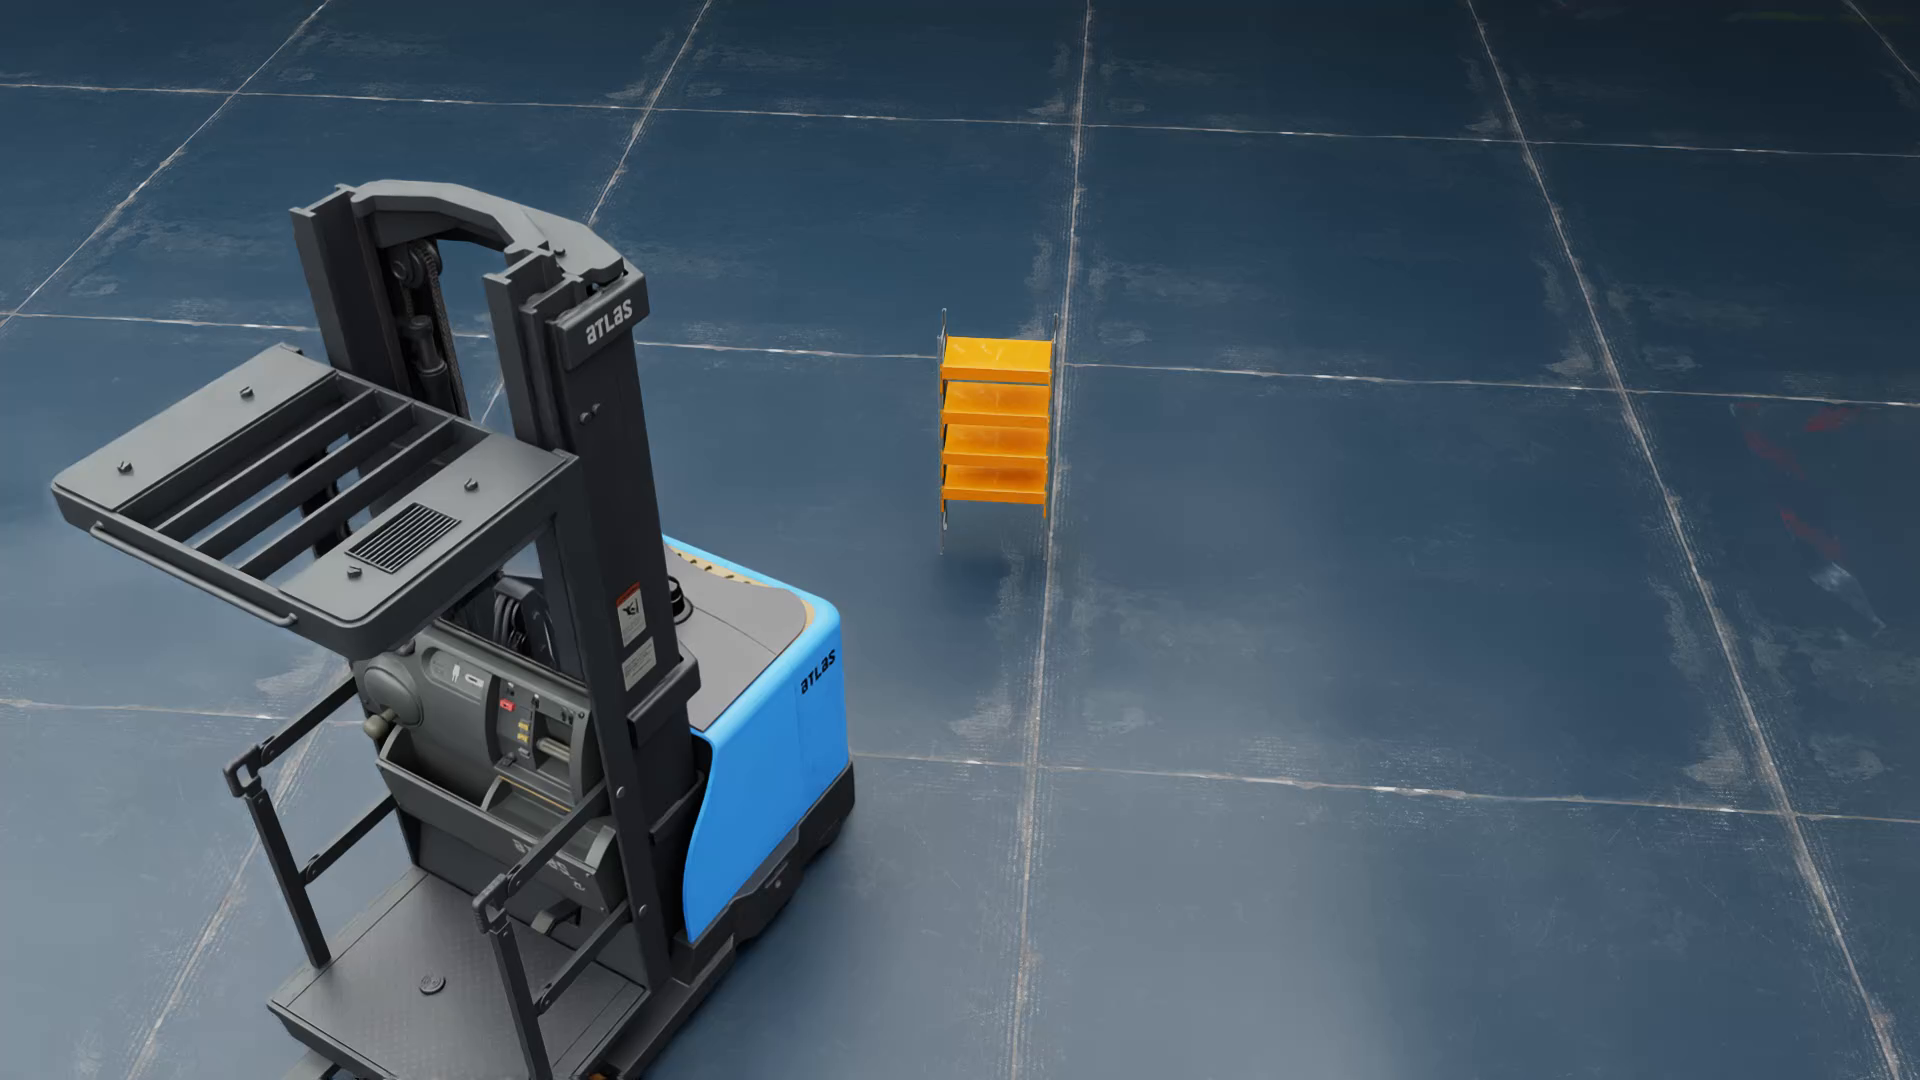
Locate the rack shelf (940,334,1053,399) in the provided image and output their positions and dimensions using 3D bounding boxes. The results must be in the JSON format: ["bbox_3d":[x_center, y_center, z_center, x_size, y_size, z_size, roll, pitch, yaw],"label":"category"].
[{"bbox_3d":[0.165,-0.761,7.283,0.480,0.148,0.258,3,39,4],"label":"rack shelf"}]

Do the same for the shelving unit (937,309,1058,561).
[{"bbox_3d":[0.165,-0.456,7.531,0.503,1.200,0.258,3,39,4],"label":"shelving unit"}]

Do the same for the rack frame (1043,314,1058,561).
[{"bbox_3d":[0.408,-0.443,7.514,0.015,1.200,0.240,3,39,4],"label":"rack frame"}]

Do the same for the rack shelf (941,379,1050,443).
[{"bbox_3d":[0.165,-0.578,7.432,0.480,0.148,0.258,3,39,4],"label":"rack shelf"}]

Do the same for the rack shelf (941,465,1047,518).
[{"bbox_3d":[0.165,-0.250,7.698,0.480,0.148,0.258,3,39,4],"label":"rack shelf"}]

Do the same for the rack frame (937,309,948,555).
[{"bbox_3d":[-0.078,-0.470,7.547,0.015,1.200,0.240,3,39,4],"label":"rack frame"}]

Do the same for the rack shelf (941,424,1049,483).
[{"bbox_3d":[0.165,-0.404,7.573,0.480,0.148,0.258,3,39,4],"label":"rack shelf"}]

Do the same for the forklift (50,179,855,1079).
[{"bbox_3d":[-1.592,0.577,4.890,1.130,2.935,3.031,20,43,23],"label":"forklift"}]
